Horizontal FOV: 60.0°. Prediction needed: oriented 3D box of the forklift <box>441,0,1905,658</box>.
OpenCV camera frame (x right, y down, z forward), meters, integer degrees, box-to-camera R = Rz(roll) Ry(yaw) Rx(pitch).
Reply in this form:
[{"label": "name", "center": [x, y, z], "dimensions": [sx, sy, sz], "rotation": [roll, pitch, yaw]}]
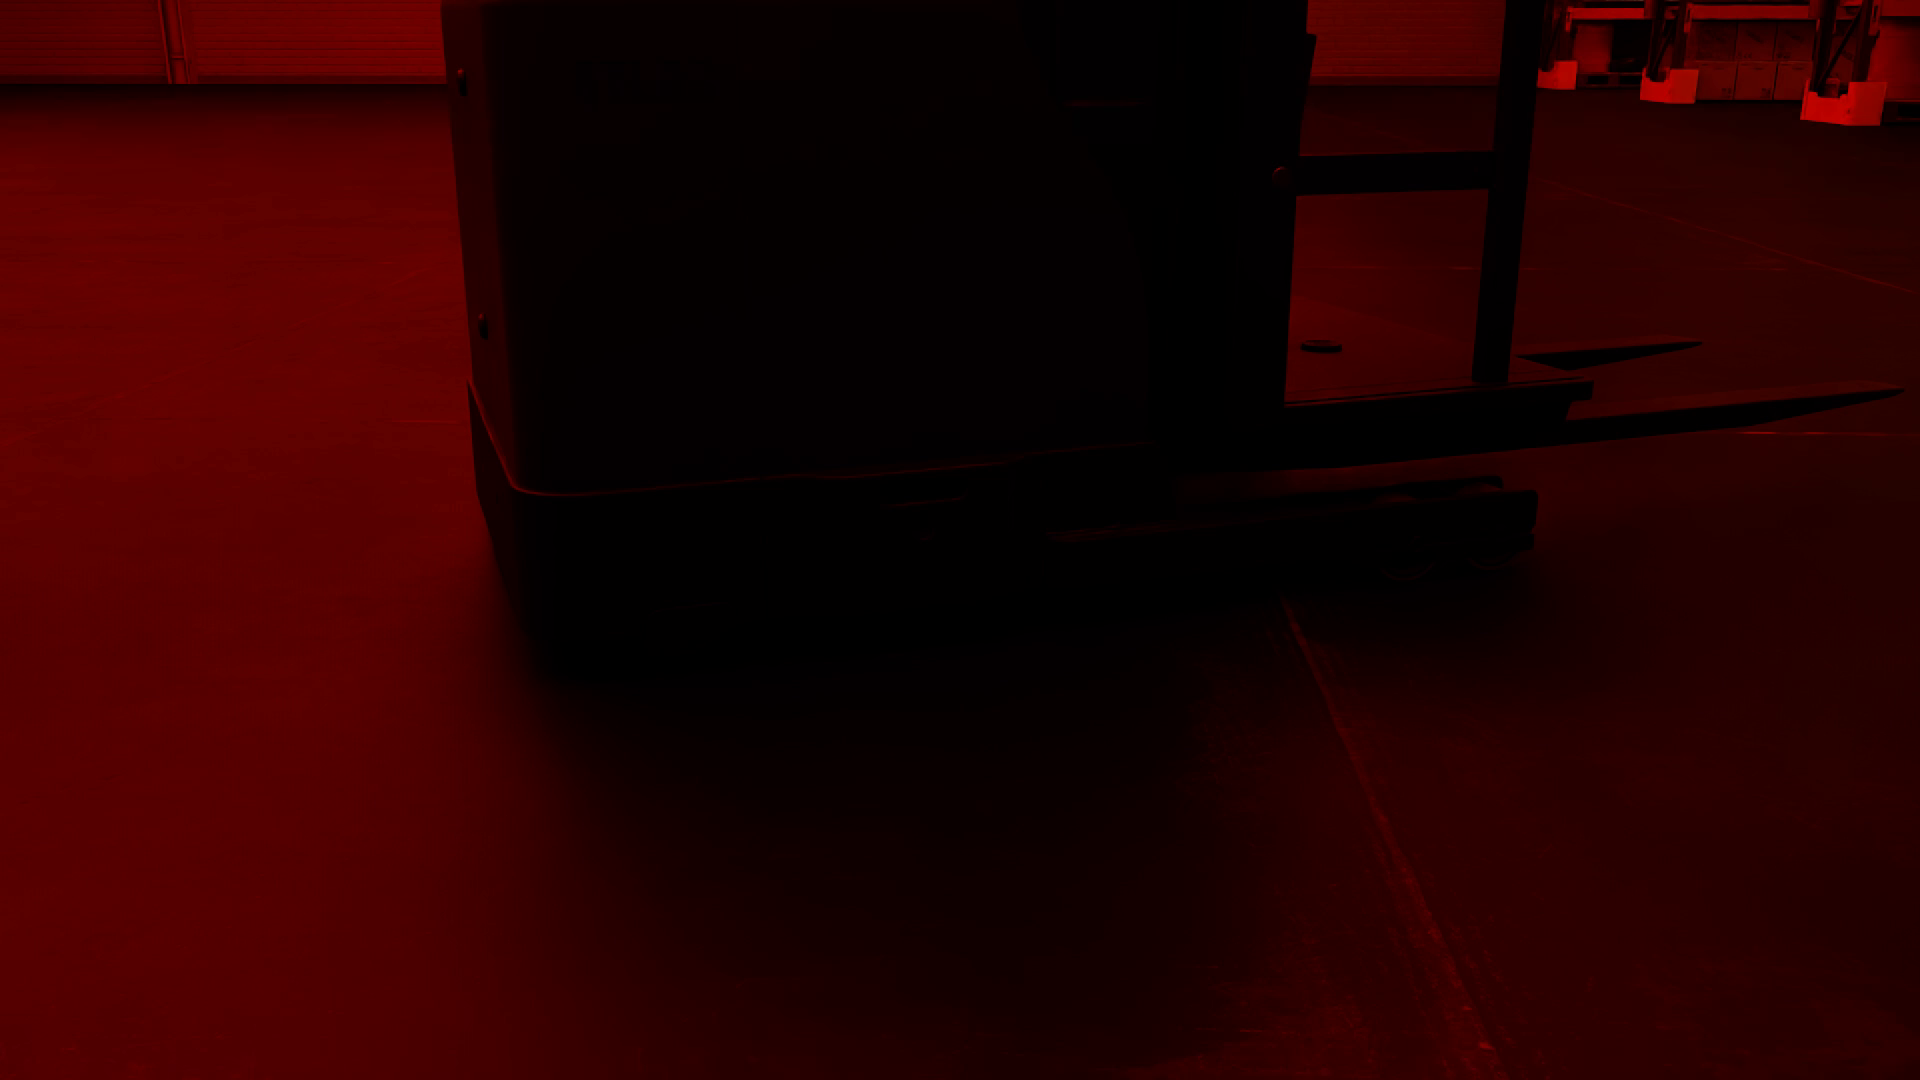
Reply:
[{"label": "forklift", "center": [0.571, -1.462, 3.137], "dimensions": [3.031, 2.935, 1.130], "rotation": [-6, 18, -19]}]
